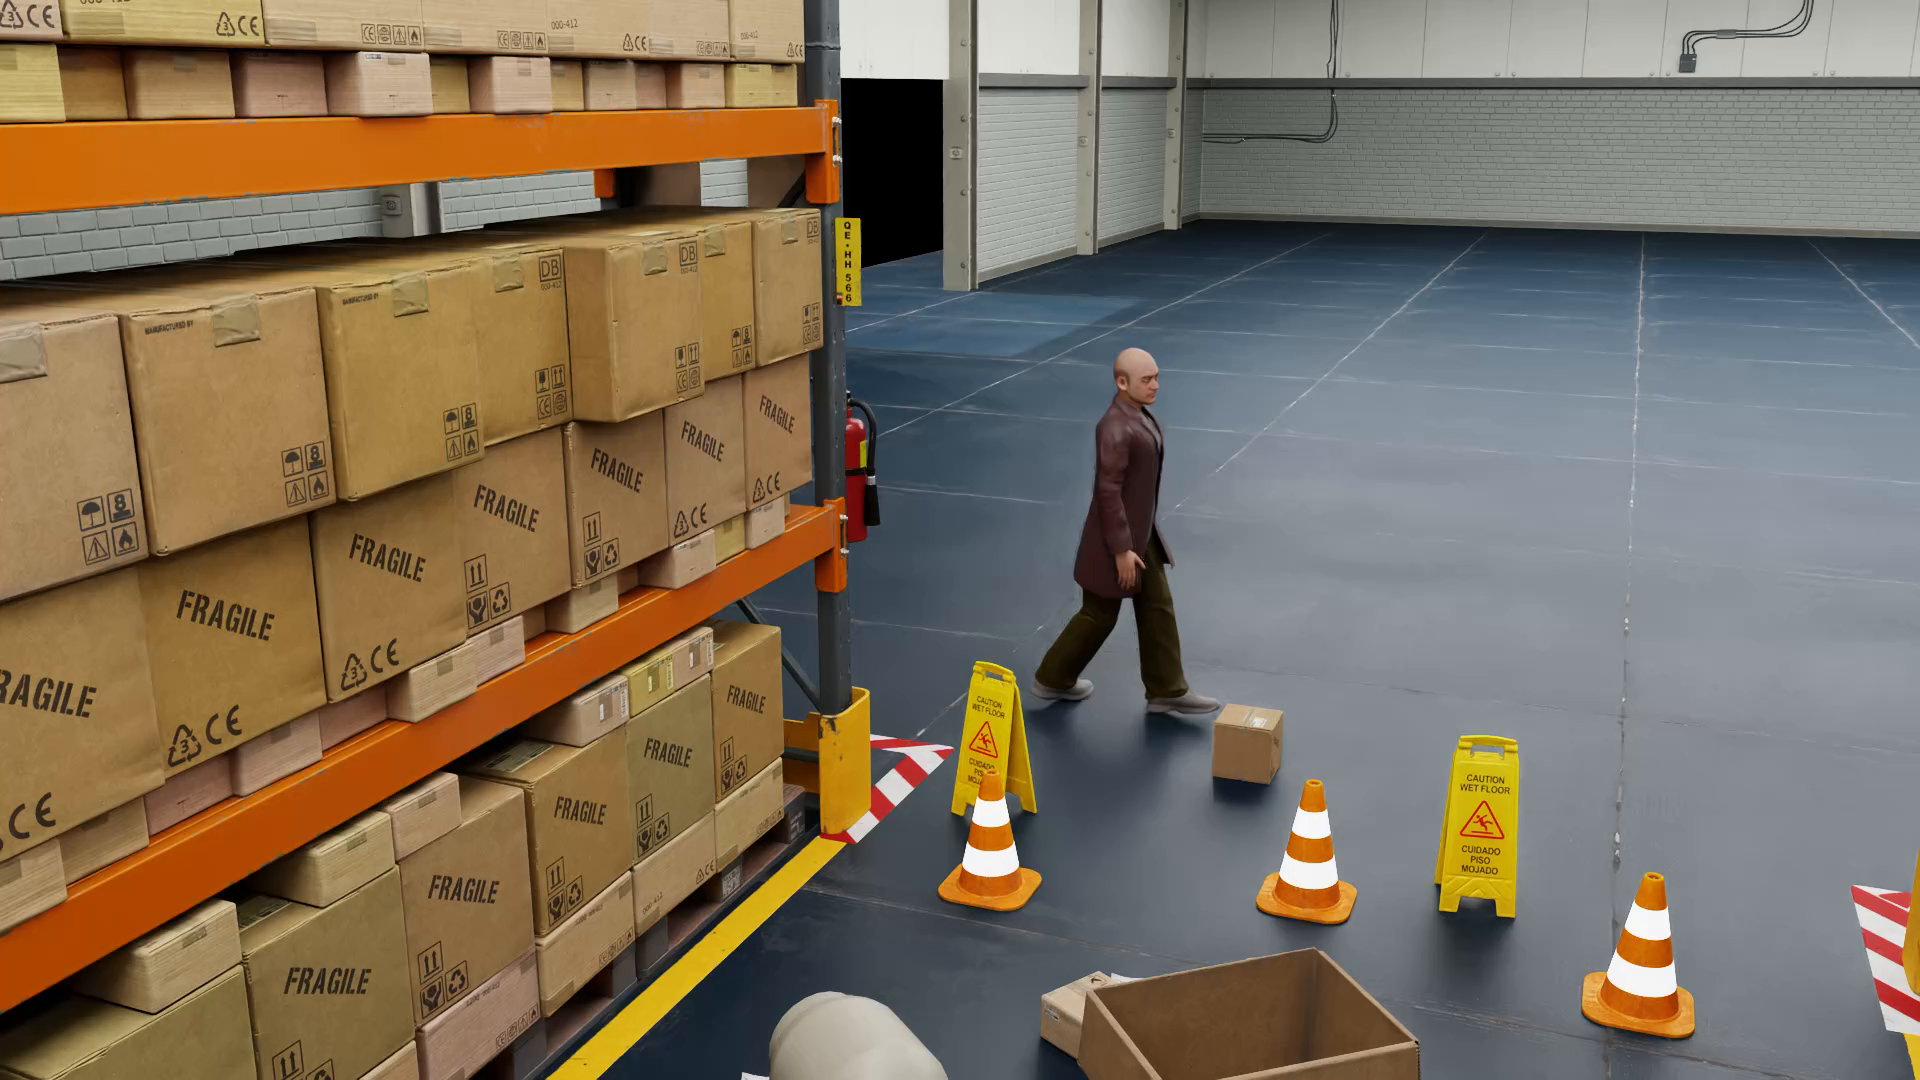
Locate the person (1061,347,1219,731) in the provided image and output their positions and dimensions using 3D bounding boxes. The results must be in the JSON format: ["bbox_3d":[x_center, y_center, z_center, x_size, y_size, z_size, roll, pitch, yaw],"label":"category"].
[{"bbox_3d":[0.863,0.009,7.496,0.725,1.772,0.639,6,16,23],"label":"person"}]
